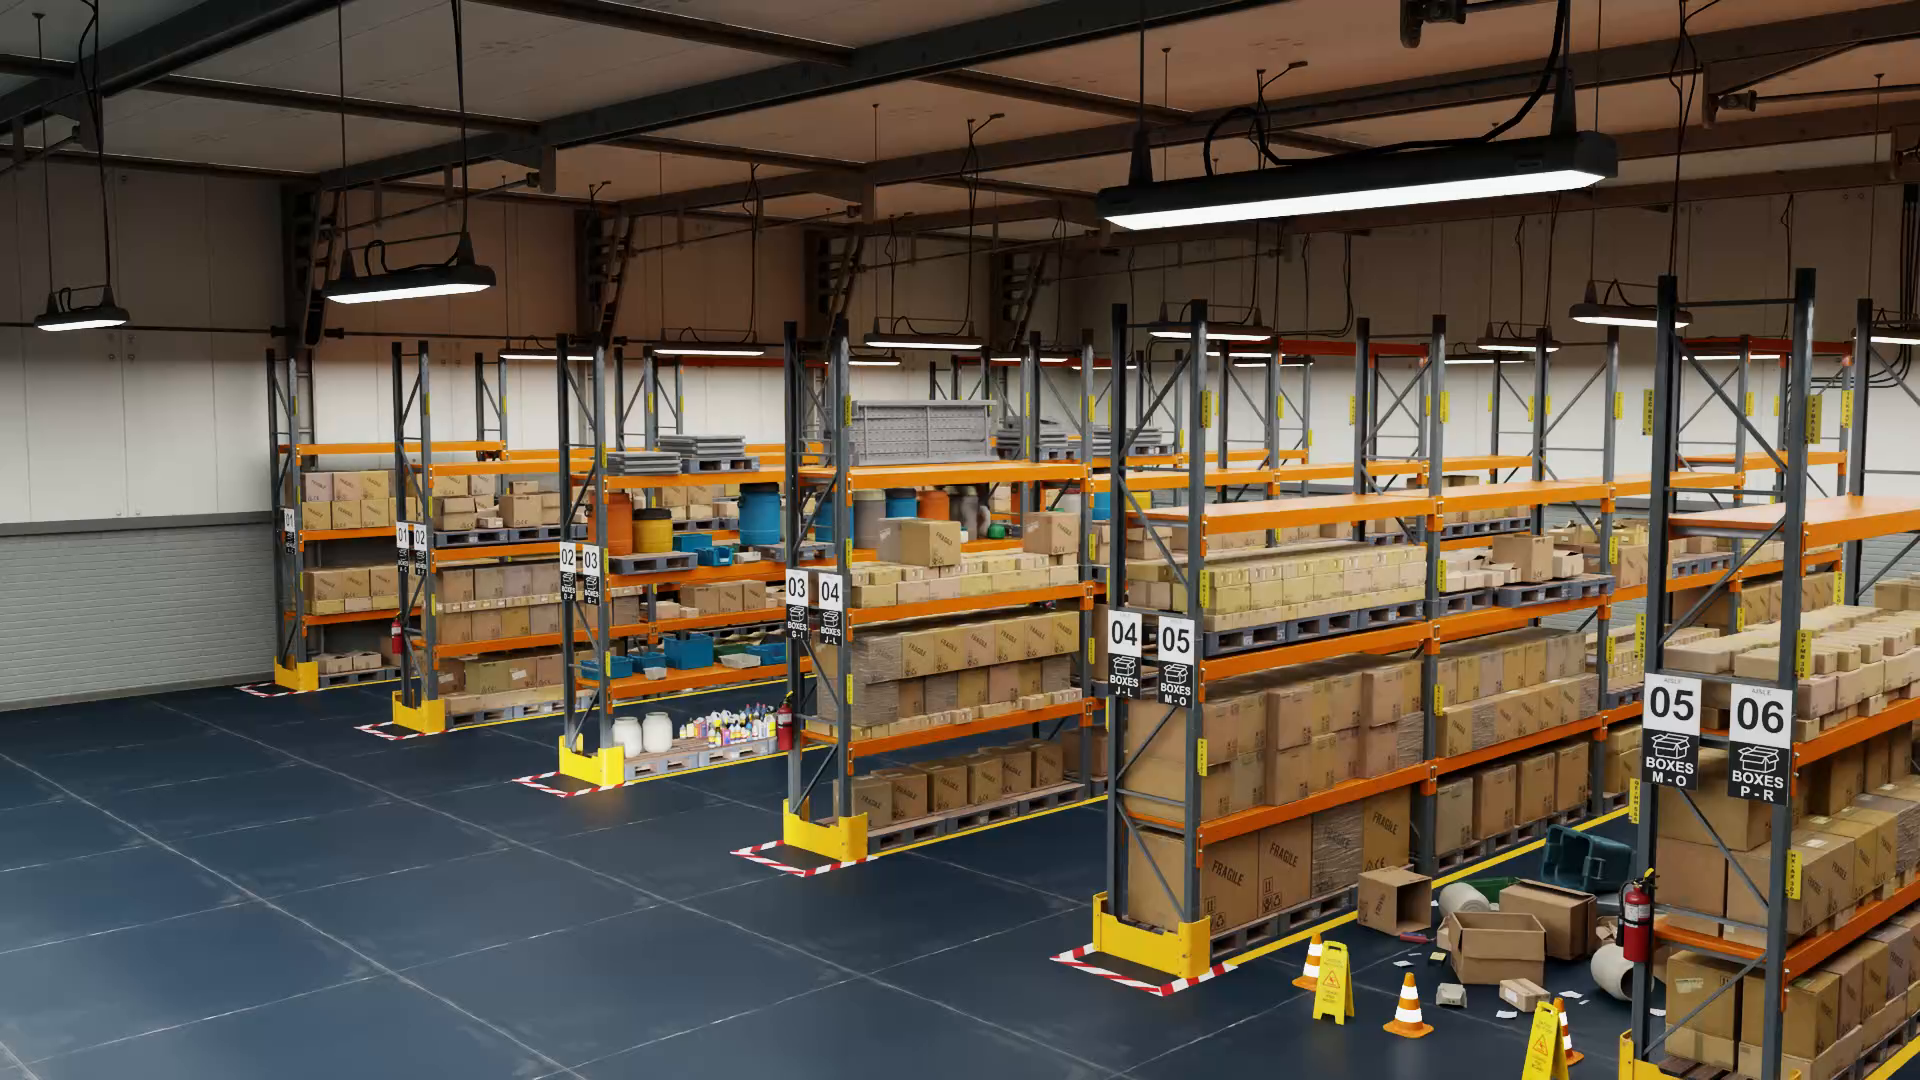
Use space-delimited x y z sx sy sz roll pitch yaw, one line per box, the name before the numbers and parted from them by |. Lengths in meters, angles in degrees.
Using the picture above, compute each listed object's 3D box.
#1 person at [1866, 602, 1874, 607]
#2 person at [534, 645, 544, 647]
person | 15.015 1.908 27.312 0.840 1.816 0.681 0 5 4
person | -7.544 1.692 30.190 0.681 1.737 0.833 2 5 20
